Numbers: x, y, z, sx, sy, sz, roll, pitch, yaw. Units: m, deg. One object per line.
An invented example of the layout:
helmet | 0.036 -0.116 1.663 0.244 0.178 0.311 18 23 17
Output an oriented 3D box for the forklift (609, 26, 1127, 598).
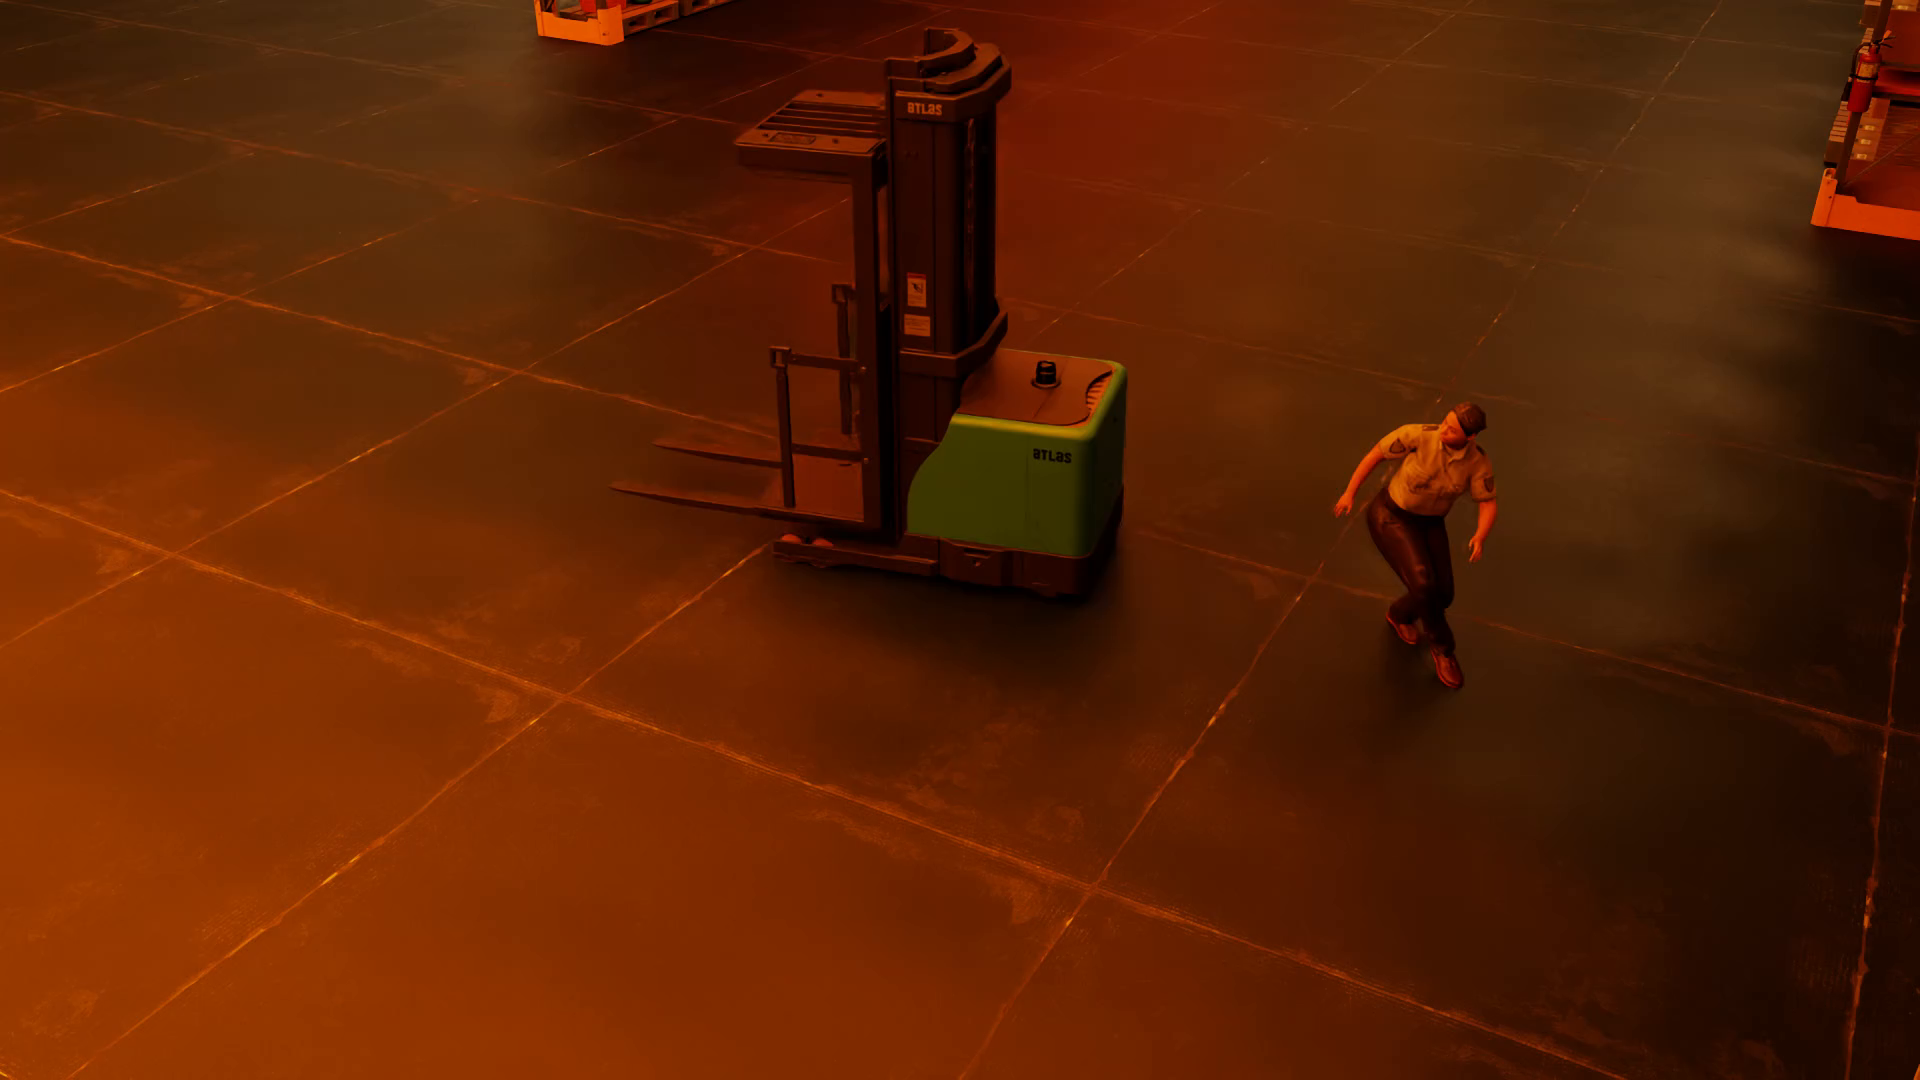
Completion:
forklift | -0.593 -1.349 9.409 3.031 2.935 1.130 8 31 14

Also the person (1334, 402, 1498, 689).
person | 2.386 -0.018 8.564 0.706 1.500 0.737 -7 31 -11
